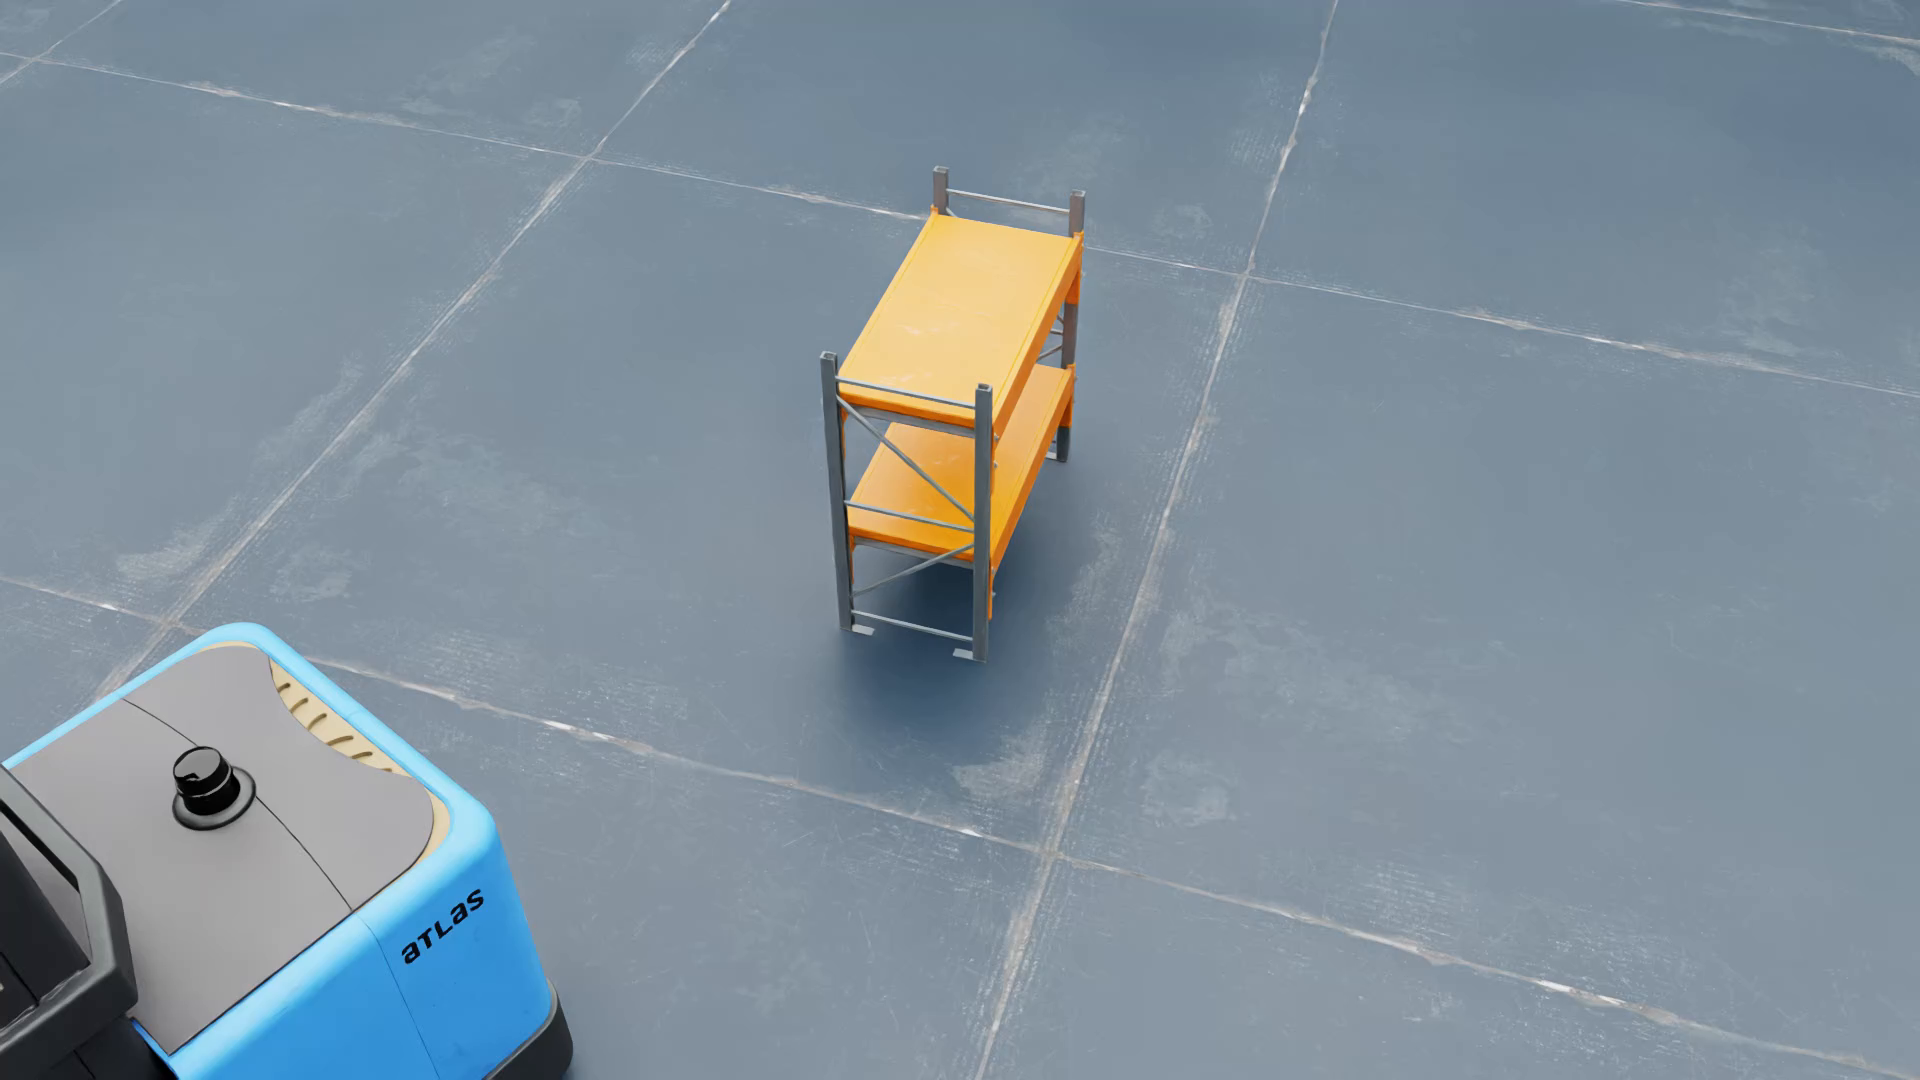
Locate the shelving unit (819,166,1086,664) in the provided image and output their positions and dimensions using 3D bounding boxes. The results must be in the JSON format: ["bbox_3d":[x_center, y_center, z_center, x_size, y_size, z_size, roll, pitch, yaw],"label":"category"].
[{"bbox_3d":[0.002,-0.407,5.361,0.538,1.125,1.048,13,46,13],"label":"shelving unit"}]

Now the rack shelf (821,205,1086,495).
[{"bbox_3d":[0.002,-0.616,5.156,0.538,0.278,1.000,13,46,13],"label":"rack shelf"}]

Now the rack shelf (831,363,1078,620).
[{"bbox_3d":[0.002,-0.232,5.532,0.538,0.278,1.000,13,46,13],"label":"rack shelf"}]

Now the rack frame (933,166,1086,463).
[{"bbox_3d":[0.156,-0.745,5.707,0.500,1.125,0.032,13,46,13],"label":"rack frame"}]

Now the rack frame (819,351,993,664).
[{"bbox_3d":[-0.152,-0.068,5.015,0.500,1.125,0.032,13,46,13],"label":"rack frame"}]

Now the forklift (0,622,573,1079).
[{"bbox_3d":[-2.329,0.900,2.734,1.130,2.935,3.031,30,52,27],"label":"forklift"}]
